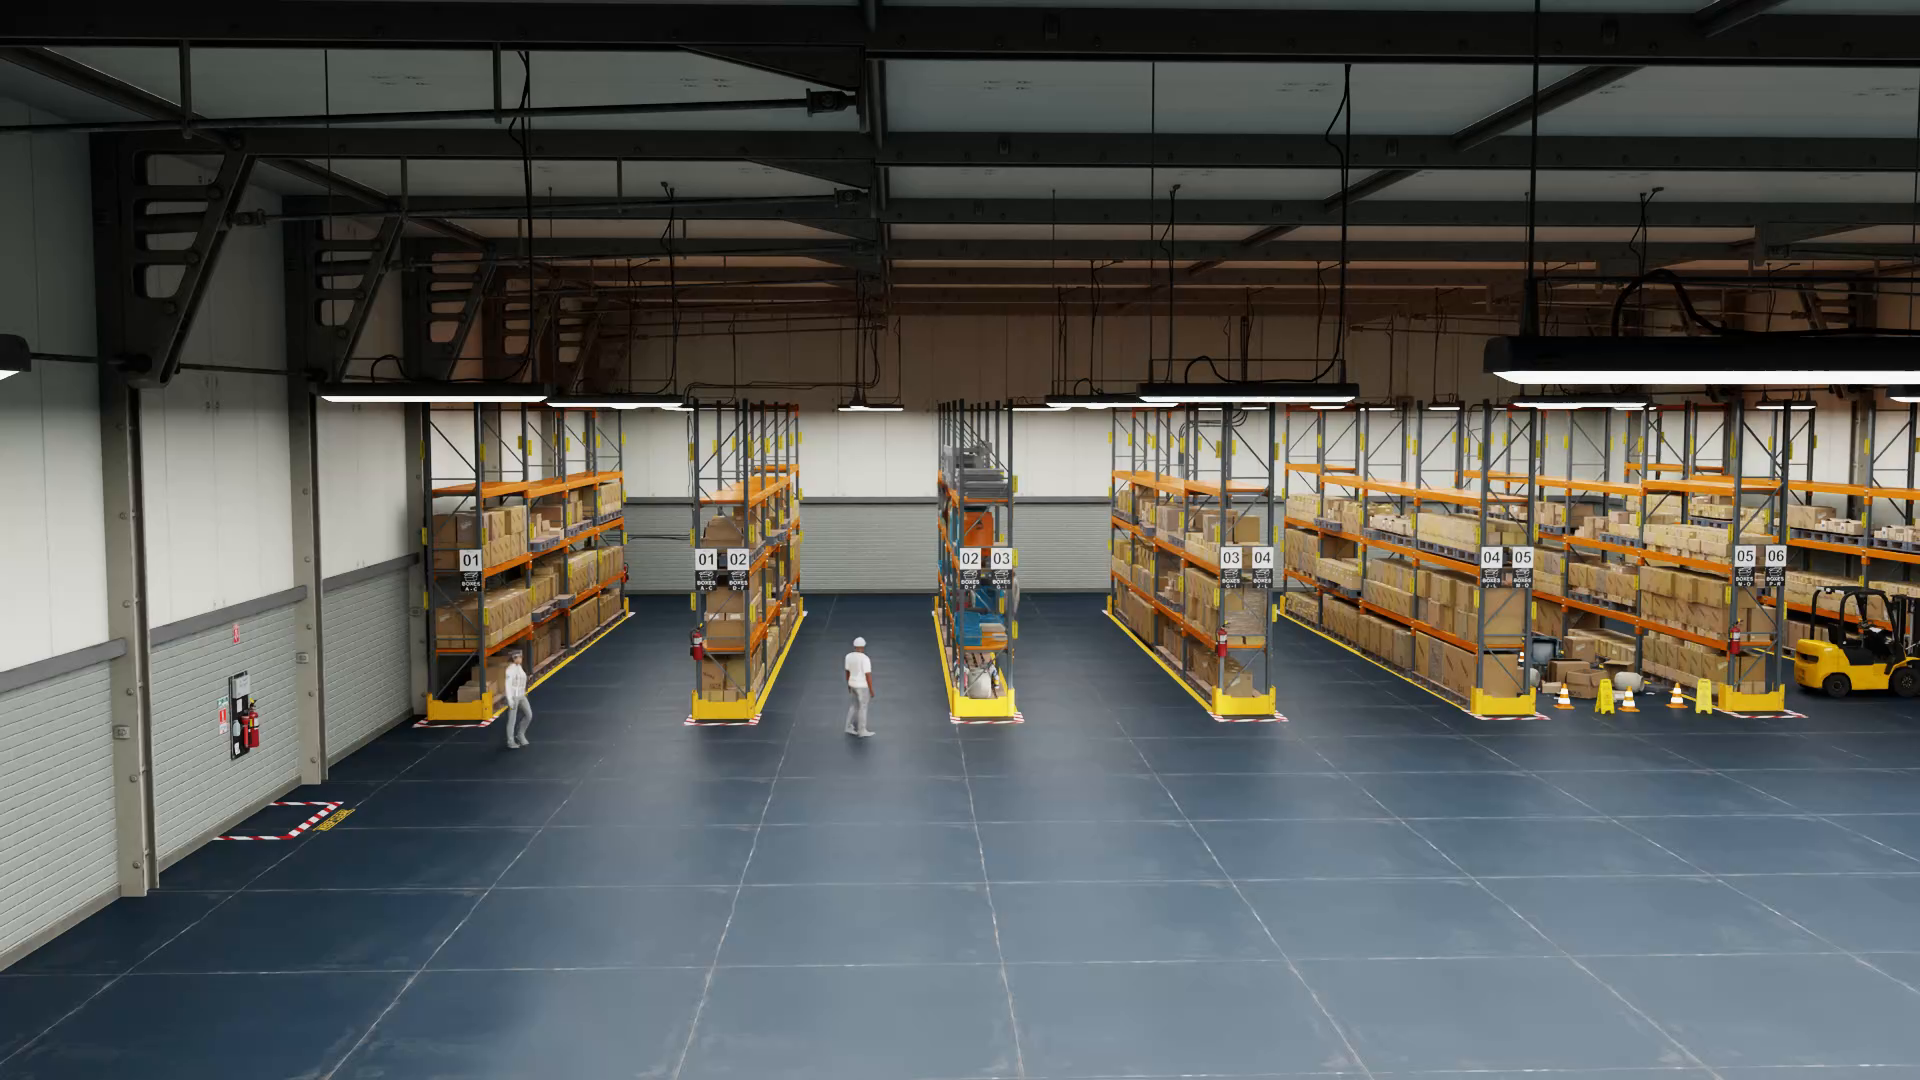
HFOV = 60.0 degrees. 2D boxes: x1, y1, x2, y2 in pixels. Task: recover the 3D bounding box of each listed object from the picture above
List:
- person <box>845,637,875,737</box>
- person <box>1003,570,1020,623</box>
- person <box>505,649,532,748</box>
[{"bbox_3d":[-1.762,2.616,29.533,0.447,1.797,0.628,-3,5,-34],"label":"person"},{"bbox_3d":[1.359,1.561,44.401,0.462,1.563,0.688,-1,4,-14],"label":"person"},{"bbox_3d":[-7.631,2.724,28.582,0.369,1.686,0.550,1,5,17],"label":"person"}]
